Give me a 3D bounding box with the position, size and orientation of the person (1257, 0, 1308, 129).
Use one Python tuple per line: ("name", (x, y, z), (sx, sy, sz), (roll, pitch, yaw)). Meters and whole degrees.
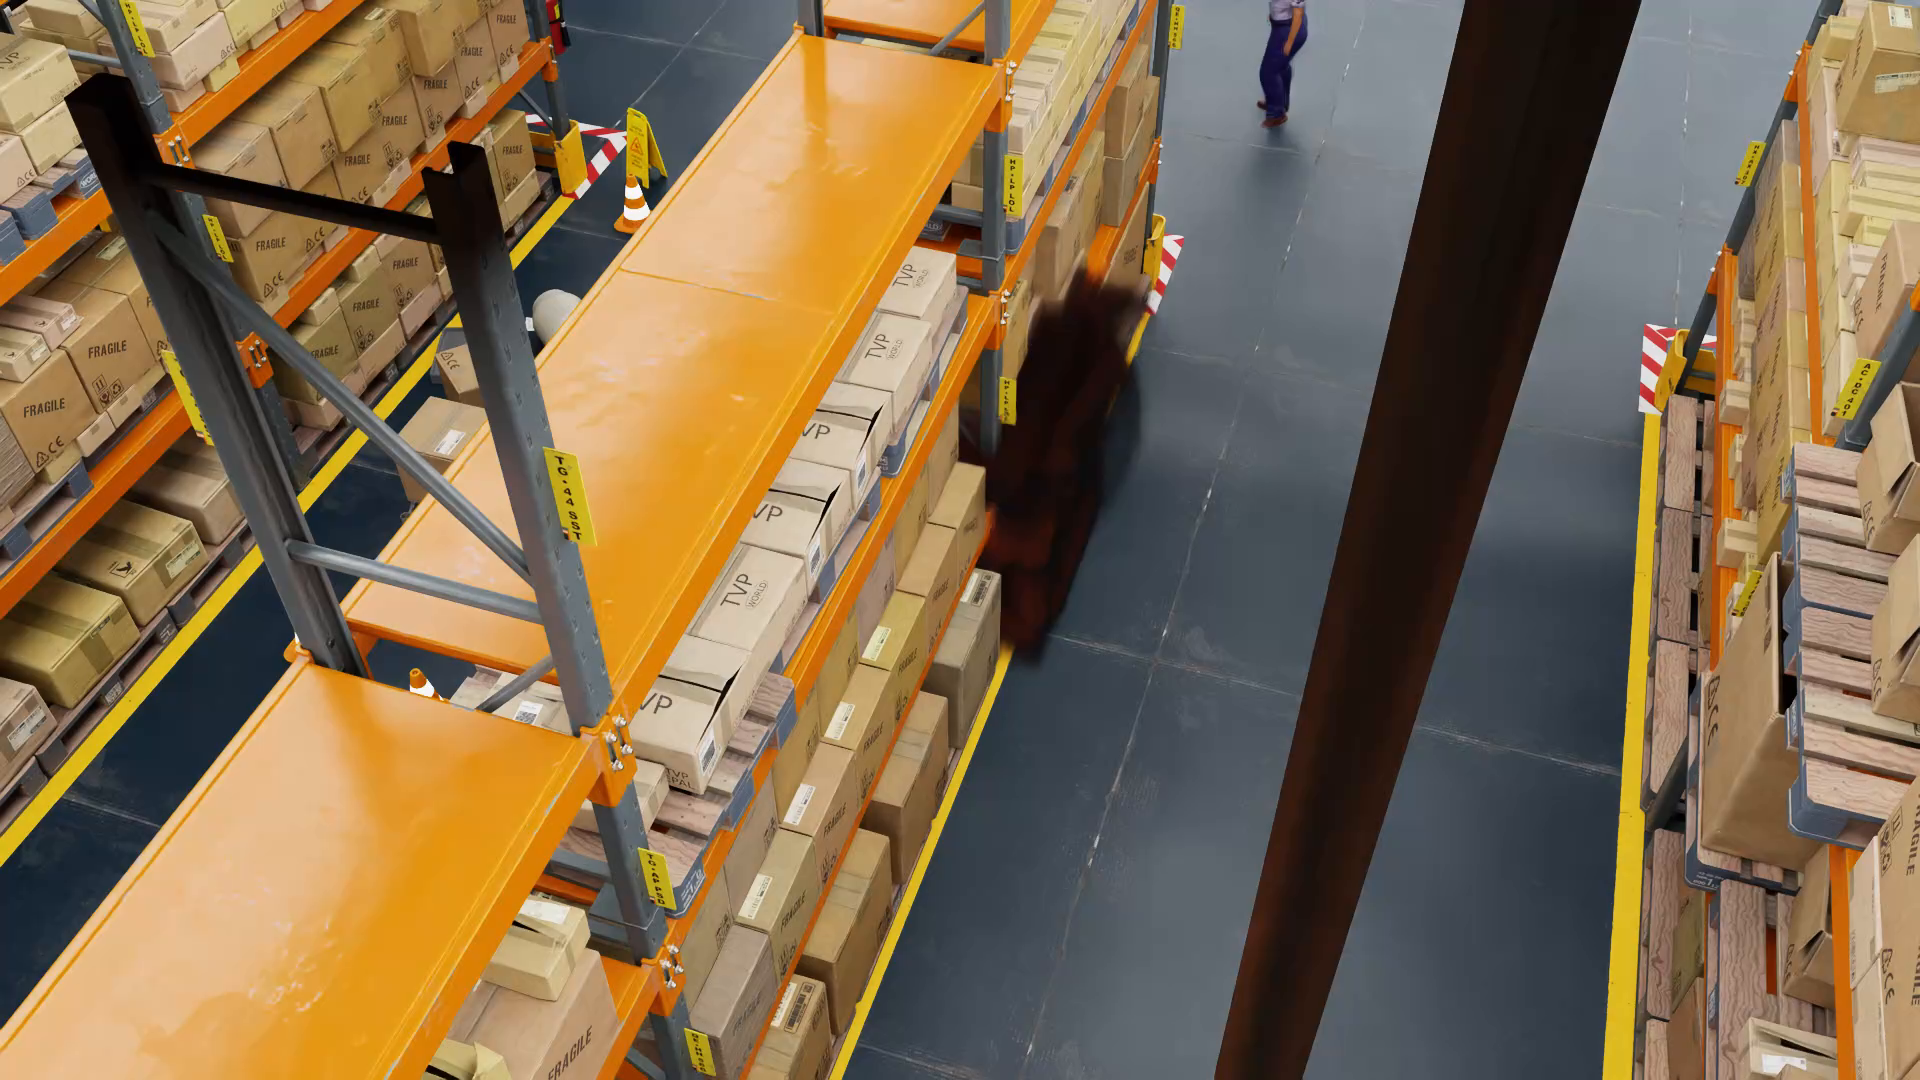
("person", (2.806, -4.372, 14.329), (0.367, 1.701, 0.573), (6, 46, 6))
